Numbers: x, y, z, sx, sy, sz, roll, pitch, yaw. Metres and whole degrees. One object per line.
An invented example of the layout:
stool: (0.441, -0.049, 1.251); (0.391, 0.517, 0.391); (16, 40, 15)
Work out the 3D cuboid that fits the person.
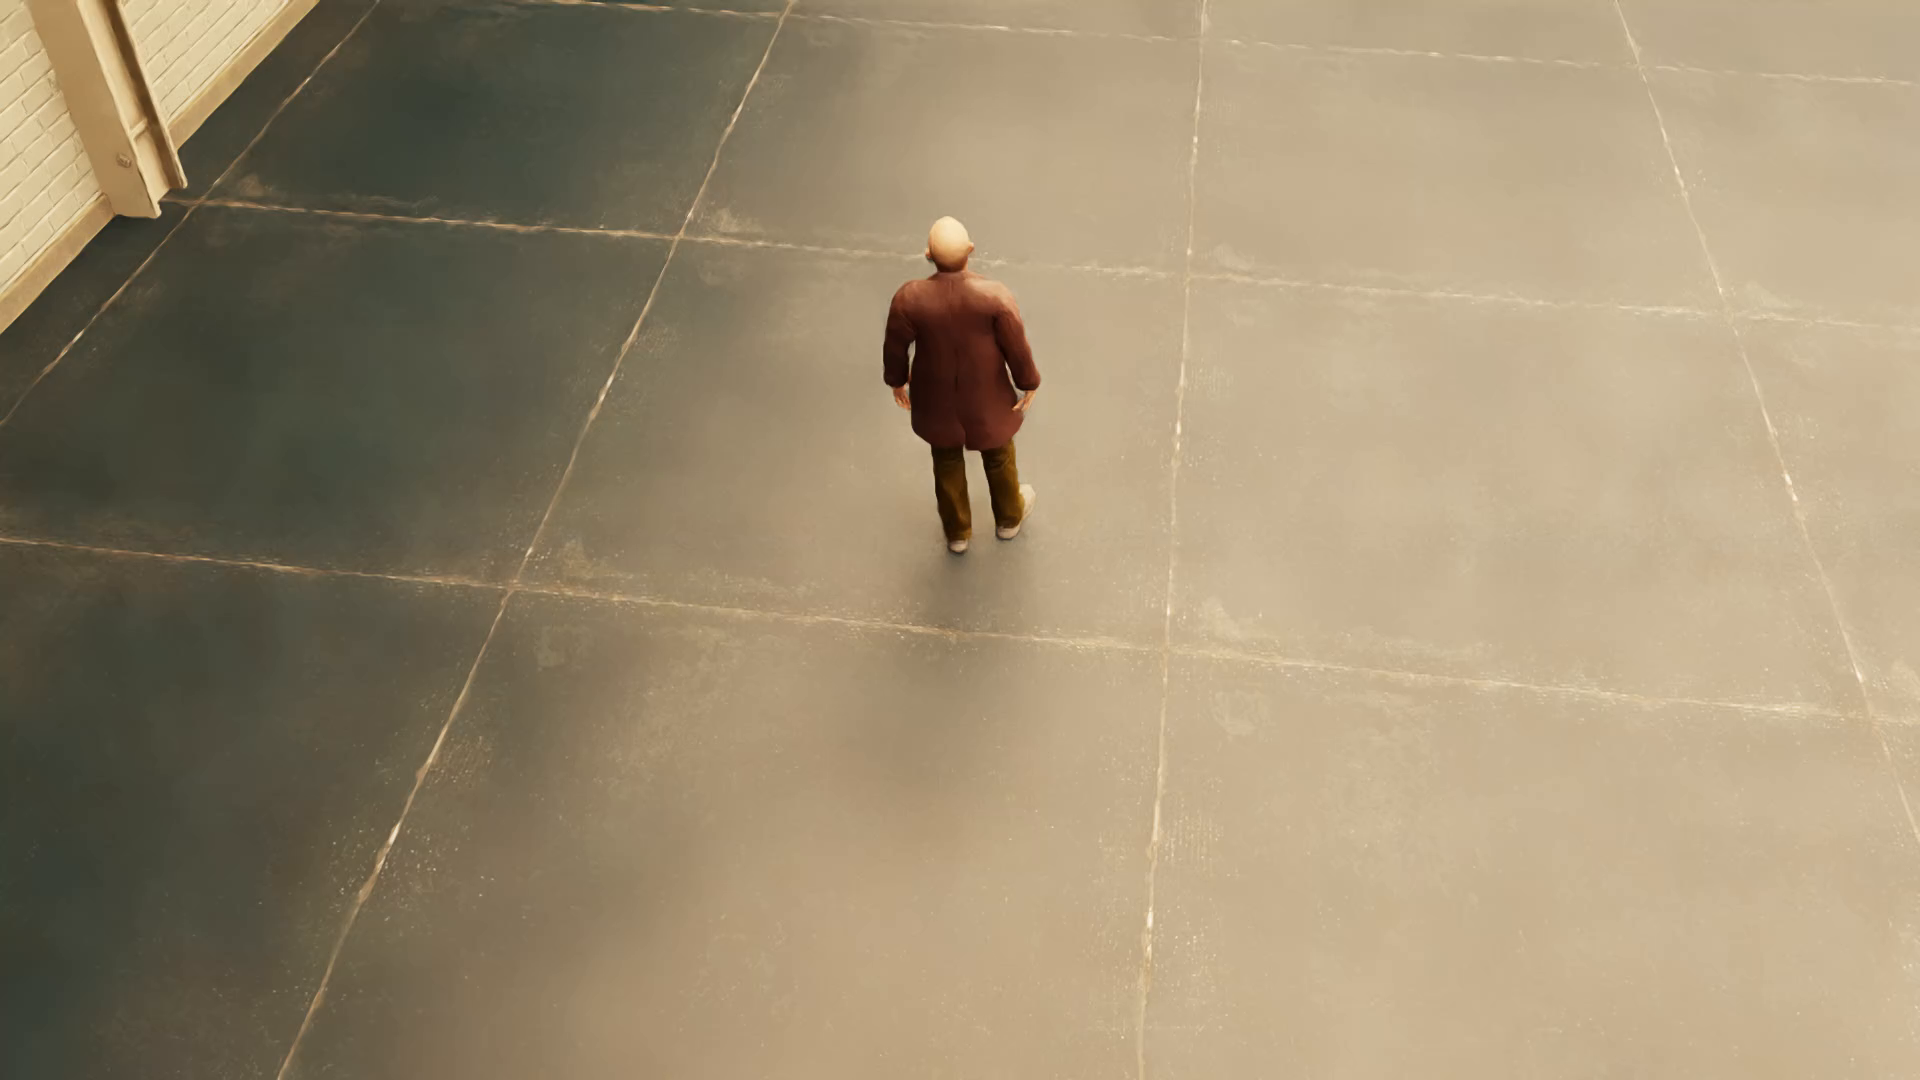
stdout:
person: (0.017, -0.721, 7.351); (0.694, 1.776, 0.580); (5, 43, 6)
